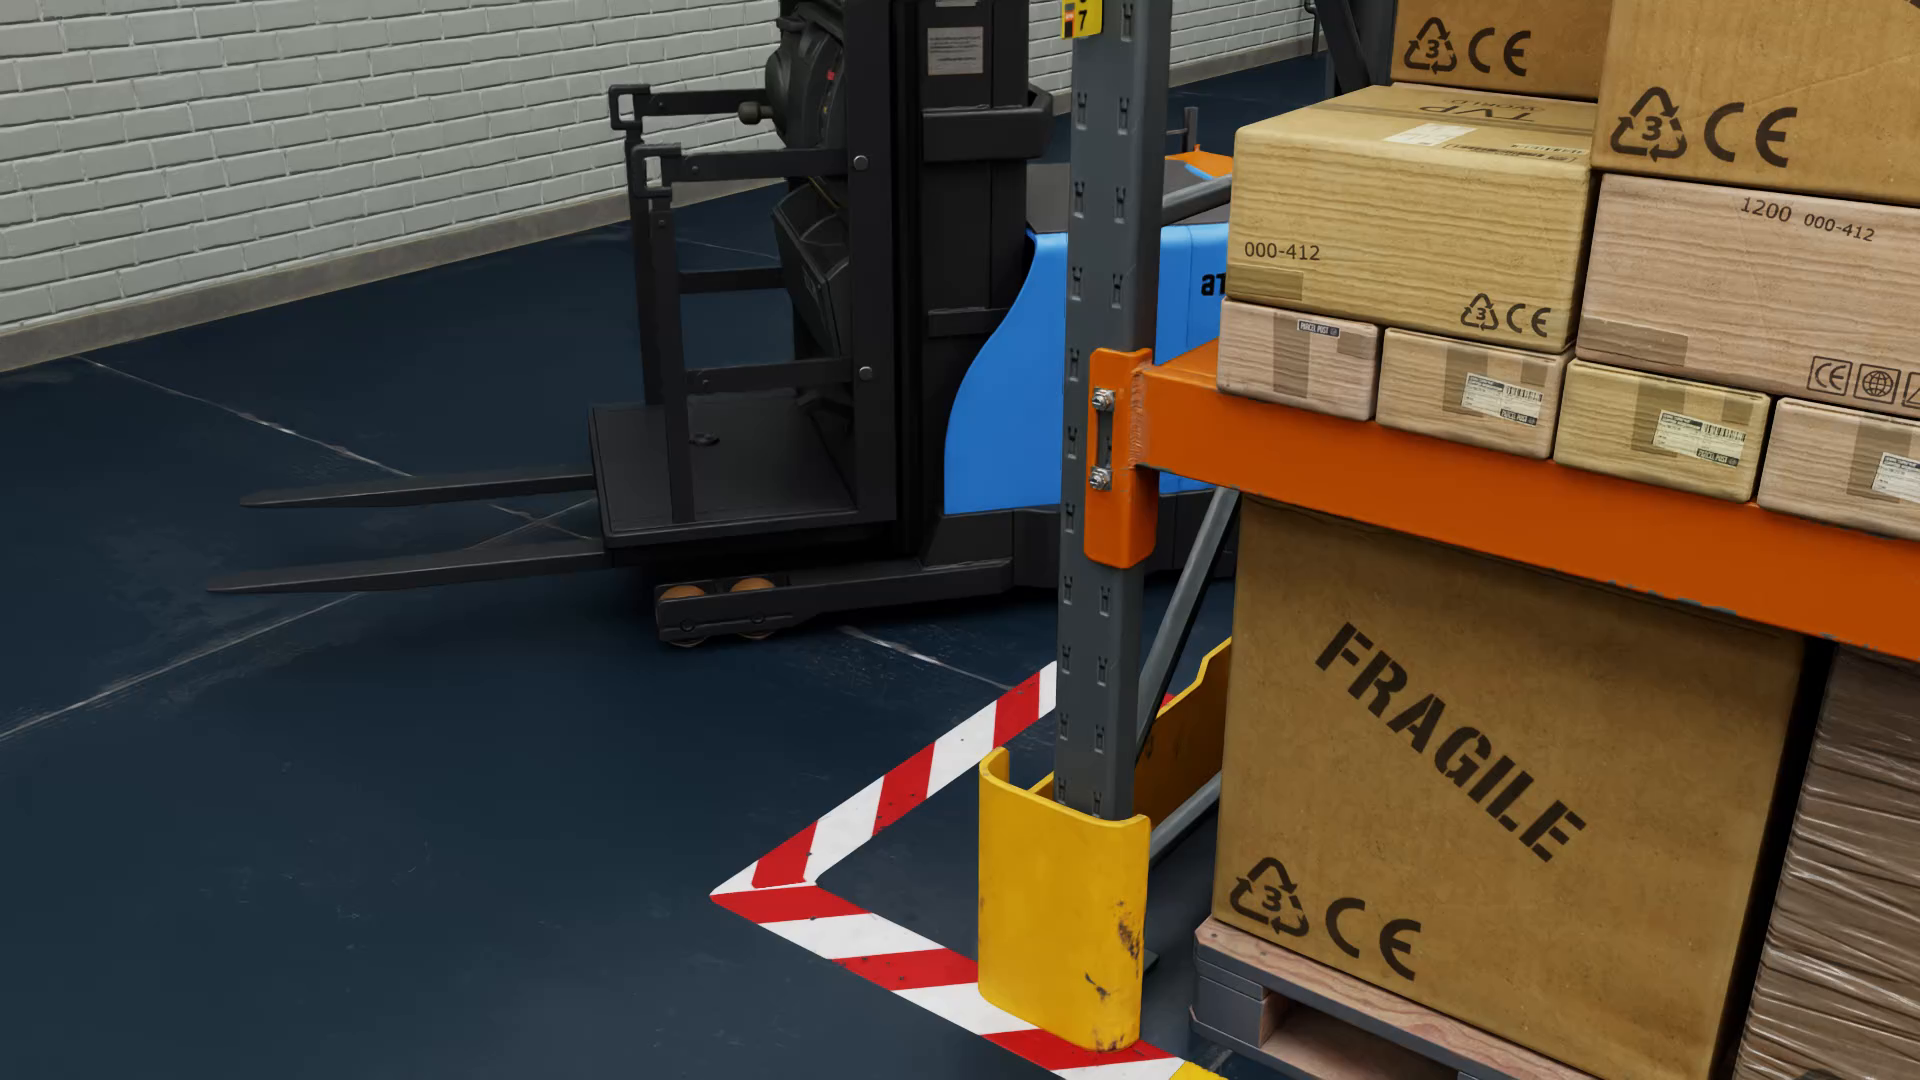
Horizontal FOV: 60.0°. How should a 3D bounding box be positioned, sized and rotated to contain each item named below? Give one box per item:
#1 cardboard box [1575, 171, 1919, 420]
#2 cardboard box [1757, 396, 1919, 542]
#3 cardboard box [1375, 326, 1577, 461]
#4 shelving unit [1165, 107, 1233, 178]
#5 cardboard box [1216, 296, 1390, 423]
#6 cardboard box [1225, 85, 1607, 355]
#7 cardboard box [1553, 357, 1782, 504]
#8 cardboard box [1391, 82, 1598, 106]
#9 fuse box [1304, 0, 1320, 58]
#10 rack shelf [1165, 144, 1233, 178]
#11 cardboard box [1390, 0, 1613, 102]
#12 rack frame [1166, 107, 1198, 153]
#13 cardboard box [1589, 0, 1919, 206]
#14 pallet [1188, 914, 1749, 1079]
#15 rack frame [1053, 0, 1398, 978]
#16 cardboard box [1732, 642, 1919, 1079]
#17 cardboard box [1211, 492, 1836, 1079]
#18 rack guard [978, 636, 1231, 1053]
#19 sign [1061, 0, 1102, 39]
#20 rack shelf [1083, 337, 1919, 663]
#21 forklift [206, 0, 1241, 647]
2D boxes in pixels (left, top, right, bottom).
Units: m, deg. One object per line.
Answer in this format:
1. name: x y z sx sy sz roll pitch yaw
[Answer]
1. cardboard box: 1.158 -0.374 2.195 0.500 0.250 0.500 16 29 33
2. cardboard box: 1.223 -0.140 2.159 0.250 0.149 0.380 16 29 33
3. cardboard box: 0.808 -0.264 2.441 0.250 0.149 0.380 16 29 33
4. shelving unit: 0.967 -0.826 5.729 0.538 1.125 1.048 -18 29 -34
5. cardboard box: 0.602 -0.326 2.581 0.250 0.149 0.380 17 29 34
6. cardboard box: 0.738 -0.497 2.476 0.500 0.250 0.500 16 28 32
7. cardboard box: 1.013 -0.202 2.301 0.250 0.149 0.380 16 28 32
8. cardboard box: 1.063 -0.669 2.865 0.500 0.250 0.500 16 29 32
9. fuse box: 3.310 -5.239 15.019 0.414 1.711 0.539 17 29 33
10. rack shelf: 0.967 -1.094 5.611 0.538 0.278 1.000 -18 29 -34
11. cardboard box: 1.063 -1.011 2.711 0.500 0.500 0.500 17 29 34
12. rack frame: 0.653 -0.987 6.095 0.500 1.125 0.032 -18 29 -34
13. cardboard box: 1.138 -0.720 2.050 0.500 0.500 0.500 16 28 32
14. pallet: 1.203 0.811 3.147 1.213 0.211 1.003 17 29 33
15. rack frame: 0.516 -0.633 2.967 0.127 3.000 1.000 17 29 33
16. cardboard box: 1.804 0.496 2.518 0.875 0.875 0.875 17 29 33
17. cardboard box: 1.076 0.276 3.018 0.875 0.875 0.875 17 29 33
18. rack guard: 0.497 0.505 3.484 0.348 0.500 1.175 17 29 33
19. sign: 0.178 -0.888 2.373 0.005 0.325 0.100 17 29 33
20. rack shelf: 2.116 0.180 2.014 4.000 0.370 1.077 17 29 33
21. forklift: -0.605 -1.282 4.524 3.031 2.935 1.130 -6 24 -13
